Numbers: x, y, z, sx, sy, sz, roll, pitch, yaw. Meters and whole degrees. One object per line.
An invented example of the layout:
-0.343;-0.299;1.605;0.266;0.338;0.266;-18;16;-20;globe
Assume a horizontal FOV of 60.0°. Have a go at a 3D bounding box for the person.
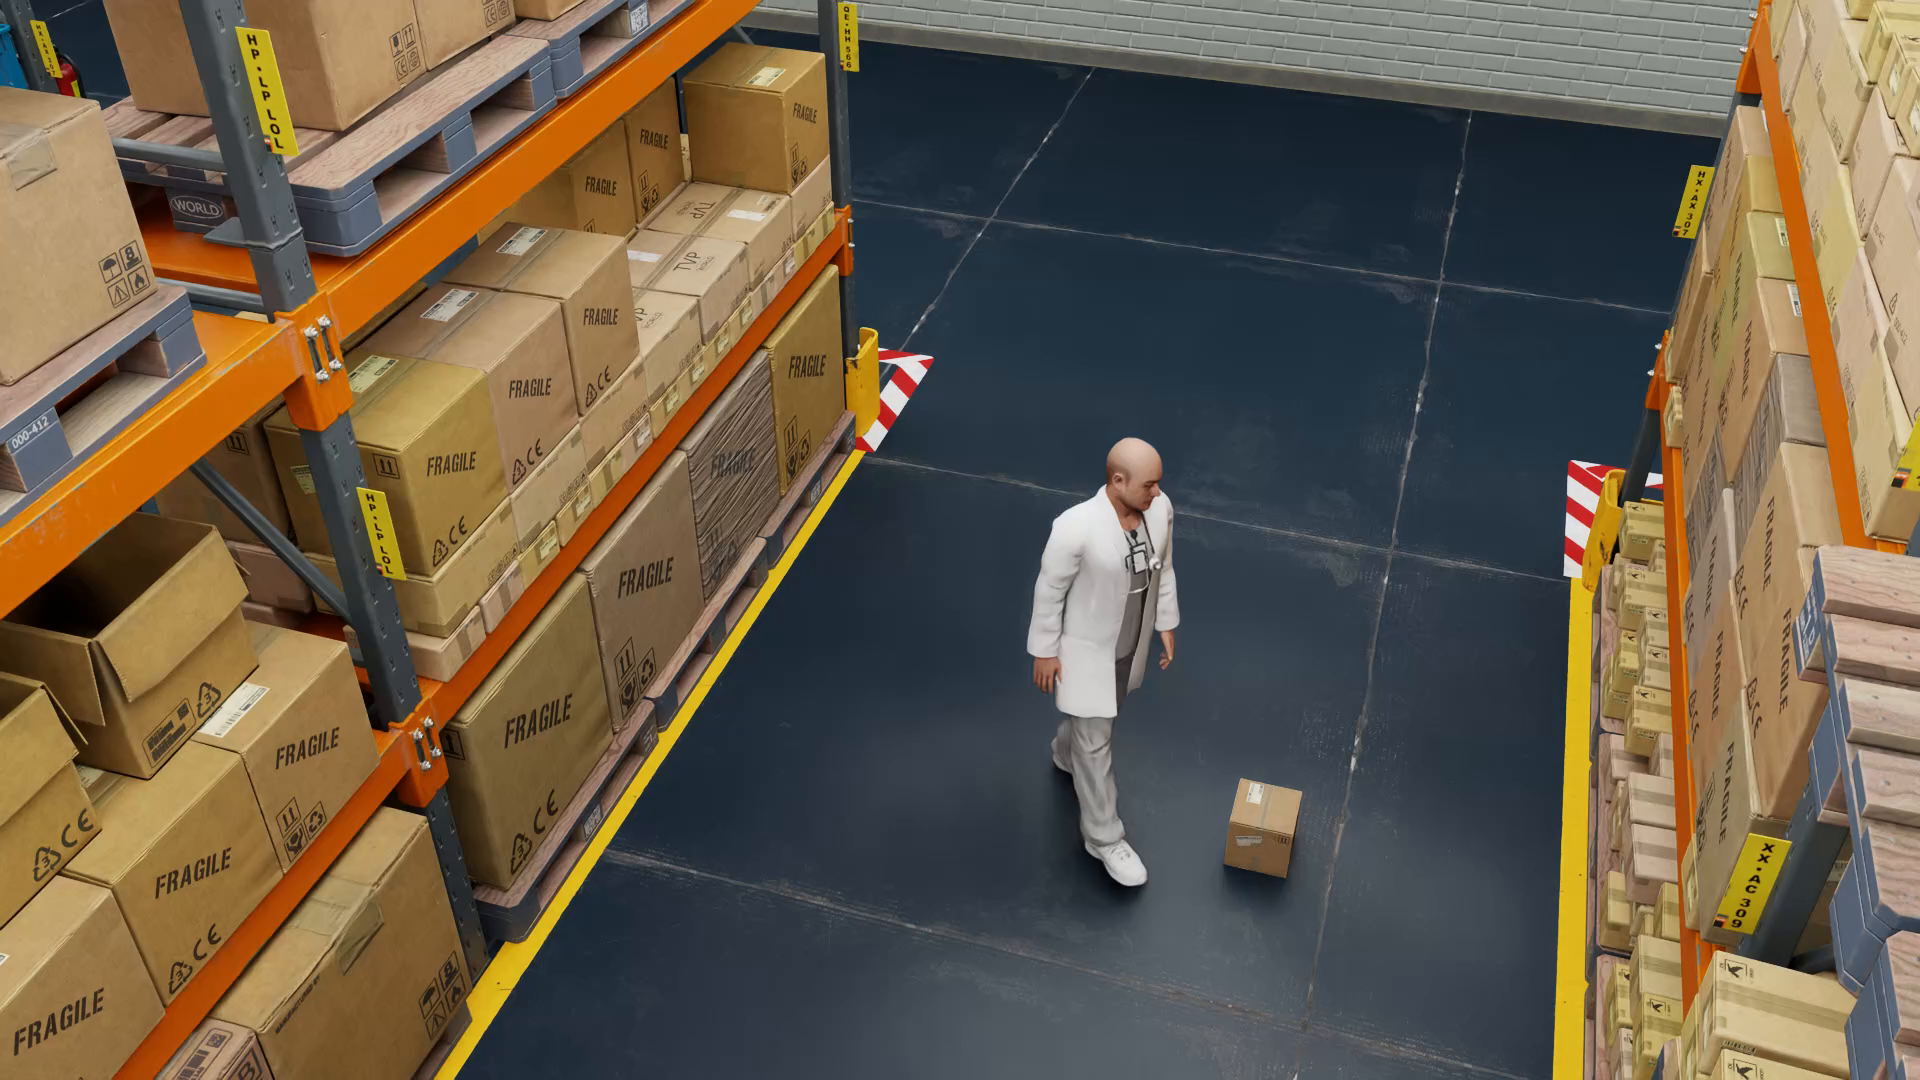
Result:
0.616;0.428;6.300;0.617;1.756;0.831;-24;43;-29;person
